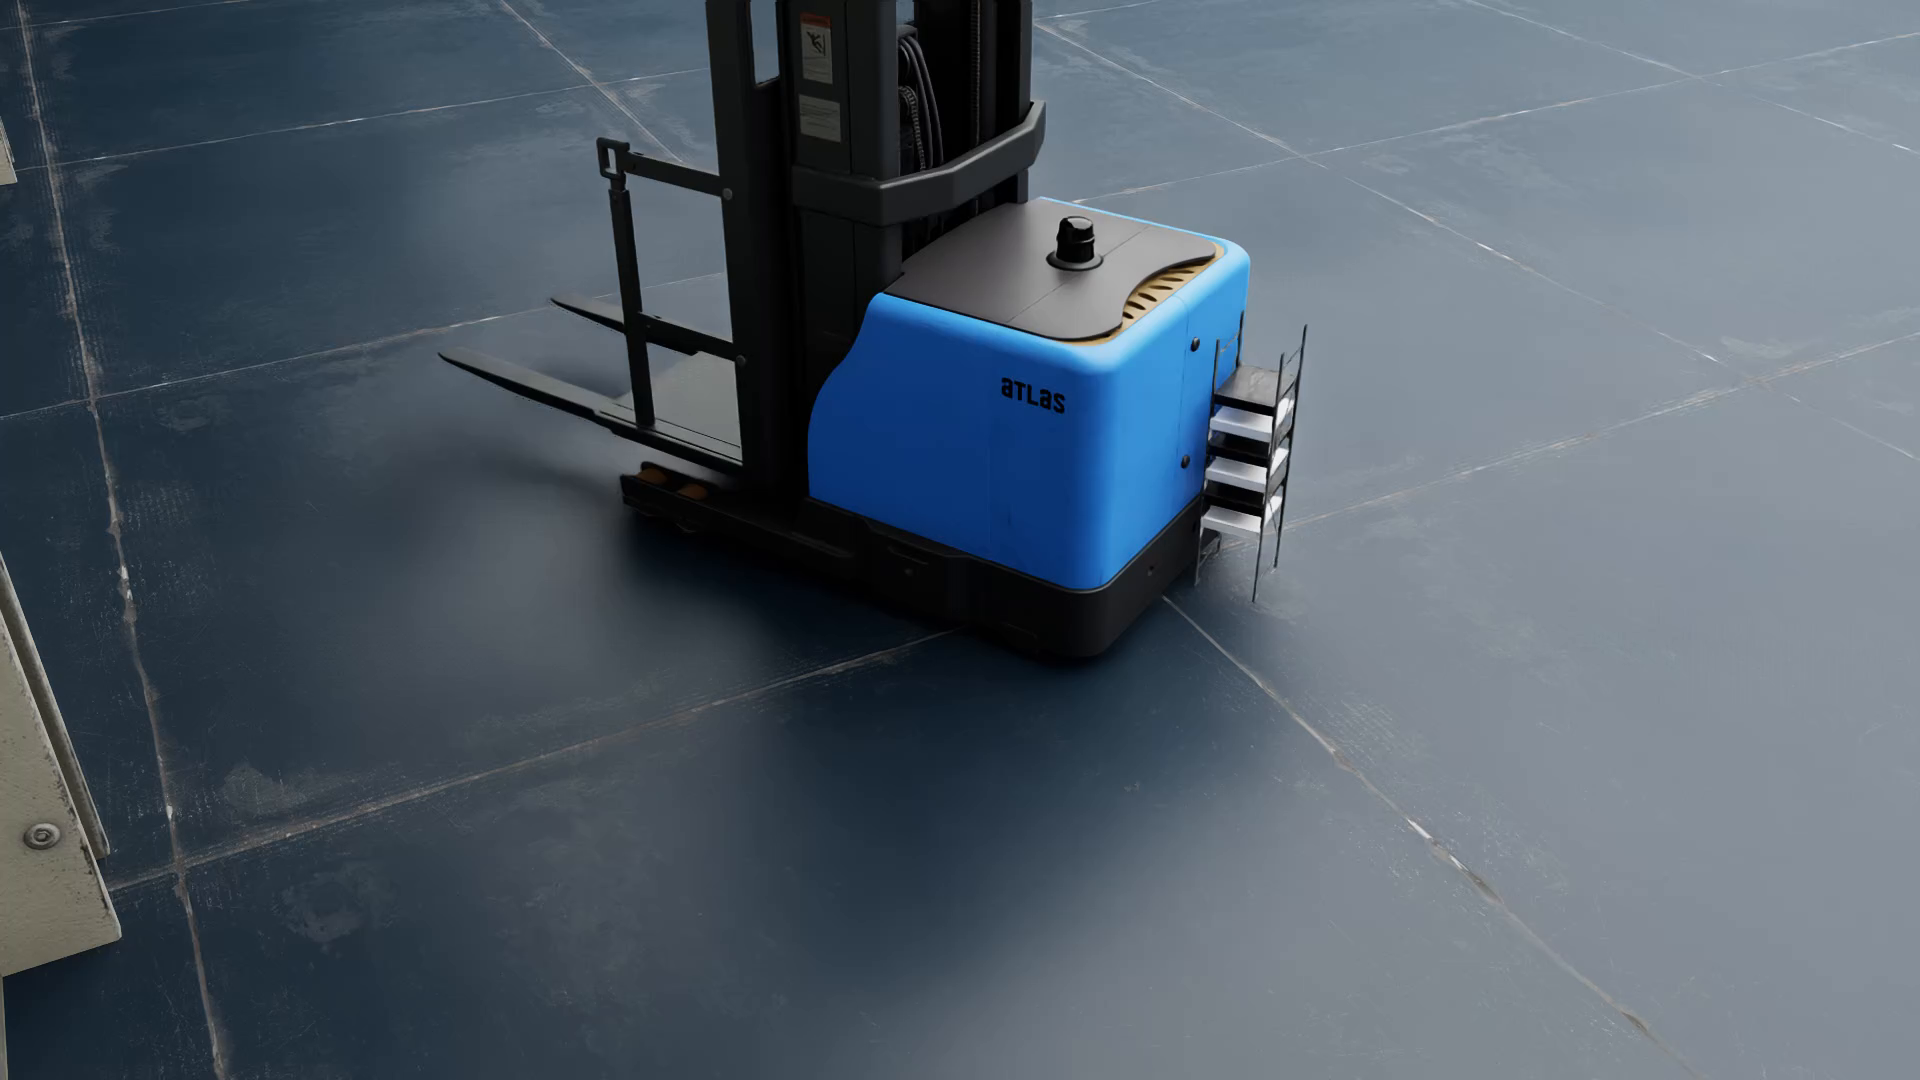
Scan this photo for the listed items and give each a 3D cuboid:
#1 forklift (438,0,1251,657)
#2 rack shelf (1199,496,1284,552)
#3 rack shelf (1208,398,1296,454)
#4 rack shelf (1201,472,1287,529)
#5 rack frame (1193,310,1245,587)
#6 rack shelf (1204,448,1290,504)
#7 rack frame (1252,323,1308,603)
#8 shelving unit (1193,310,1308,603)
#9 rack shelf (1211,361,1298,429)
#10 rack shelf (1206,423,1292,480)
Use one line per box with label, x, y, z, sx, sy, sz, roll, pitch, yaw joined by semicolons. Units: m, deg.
forklift;-0.586;-1.478;5.339;3.031;2.935;1.130;19;37;27
rack shelf;0.922;-0.076;5.429;0.200;0.077;0.258;16;36;23
rack shelf;0.923;-0.380;5.236;0.200;0.077;0.258;16;36;23
rack shelf;0.922;-0.152;5.381;0.200;0.077;0.258;16;36;23
rack frame;0.833;-0.281;5.354;0.006;0.900;0.240;16;36;23
rack shelf;0.923;-0.228;5.332;0.200;0.077;0.258;16;36;23
rack frame;1.013;-0.230;5.275;0.006;0.900;0.240;16;36;23
shelving unit;0.923;-0.256;5.314;0.210;0.900;0.258;16;36;23
rack shelf;0.923;-0.455;5.187;0.200;0.077;0.258;16;36;23
rack shelf;0.923;-0.304;5.284;0.200;0.077;0.258;16;36;23
